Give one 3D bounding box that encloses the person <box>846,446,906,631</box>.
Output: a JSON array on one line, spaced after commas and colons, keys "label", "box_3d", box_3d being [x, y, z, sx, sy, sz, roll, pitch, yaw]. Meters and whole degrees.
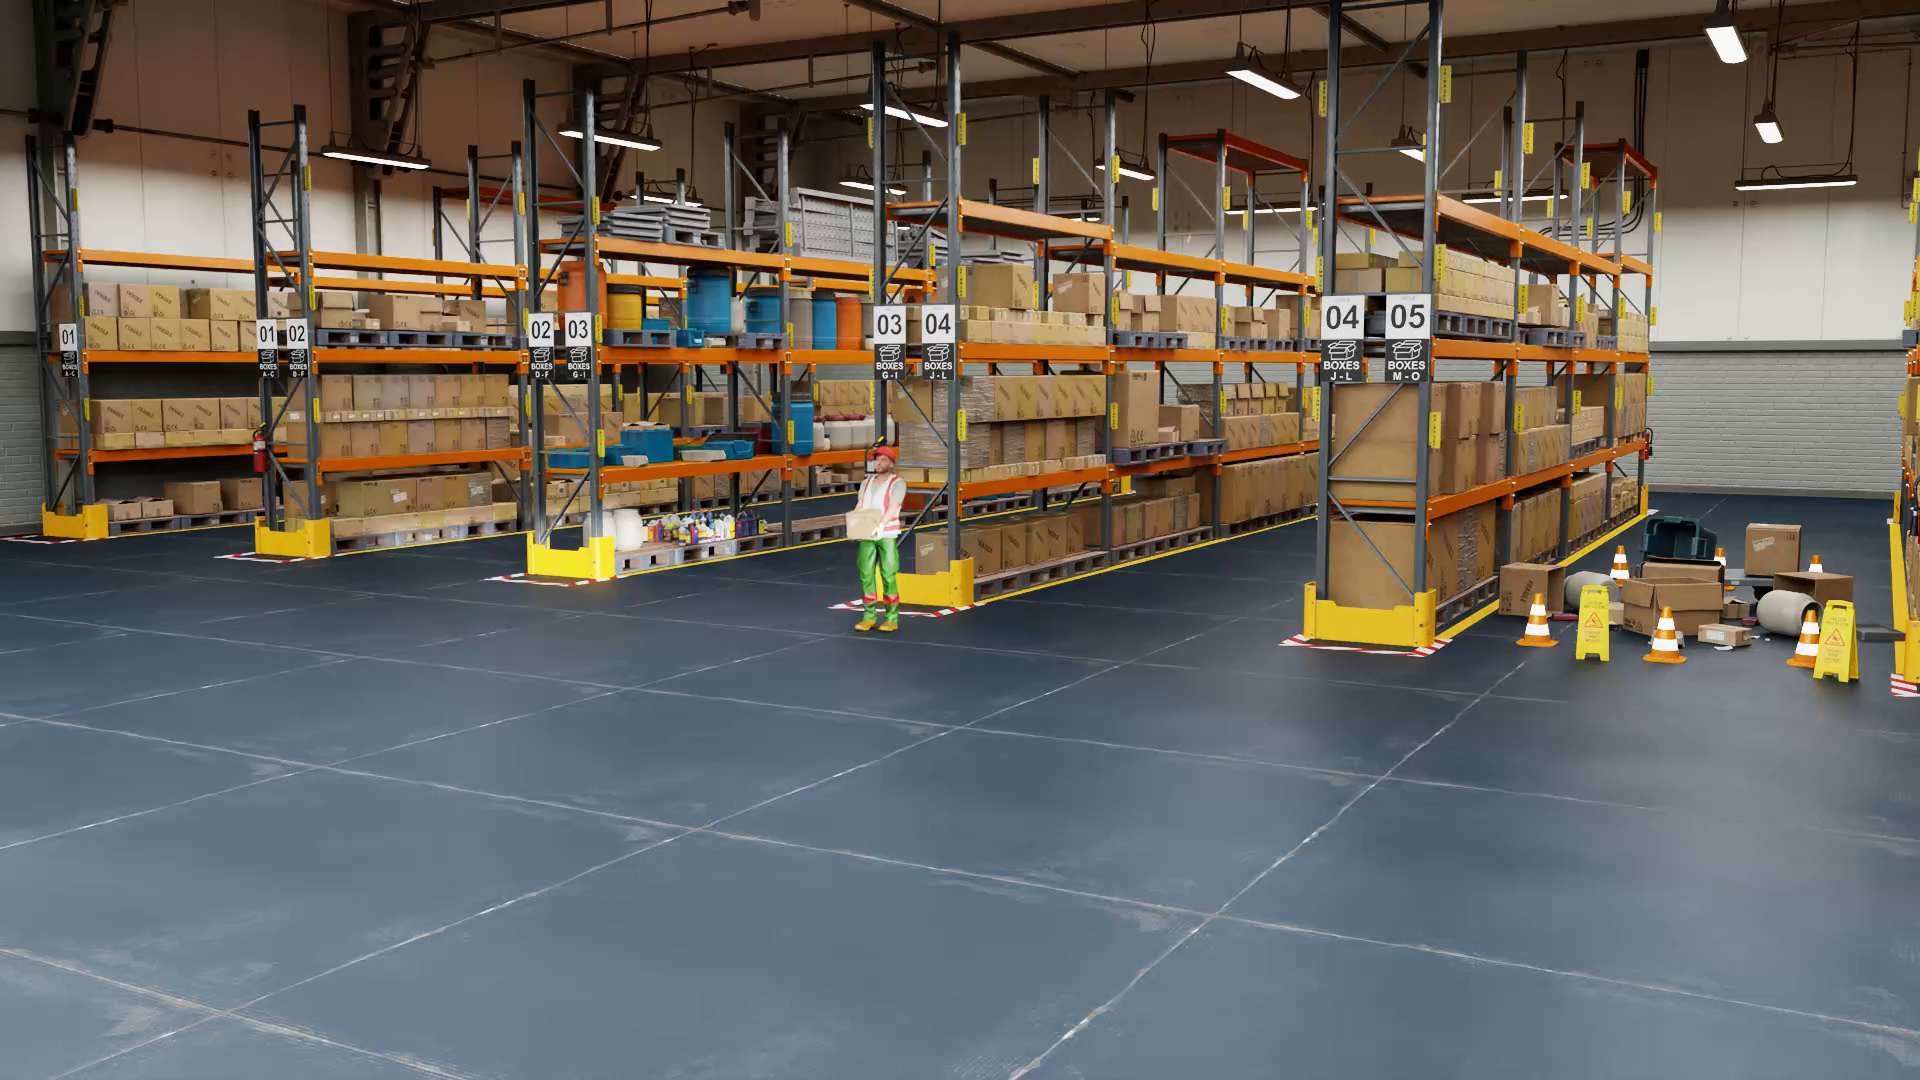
[{"label": "person", "box_3d": [-0.815, -0.009, 16.062, 0.500, 1.787, 0.560, 3, 7, 28]}]
